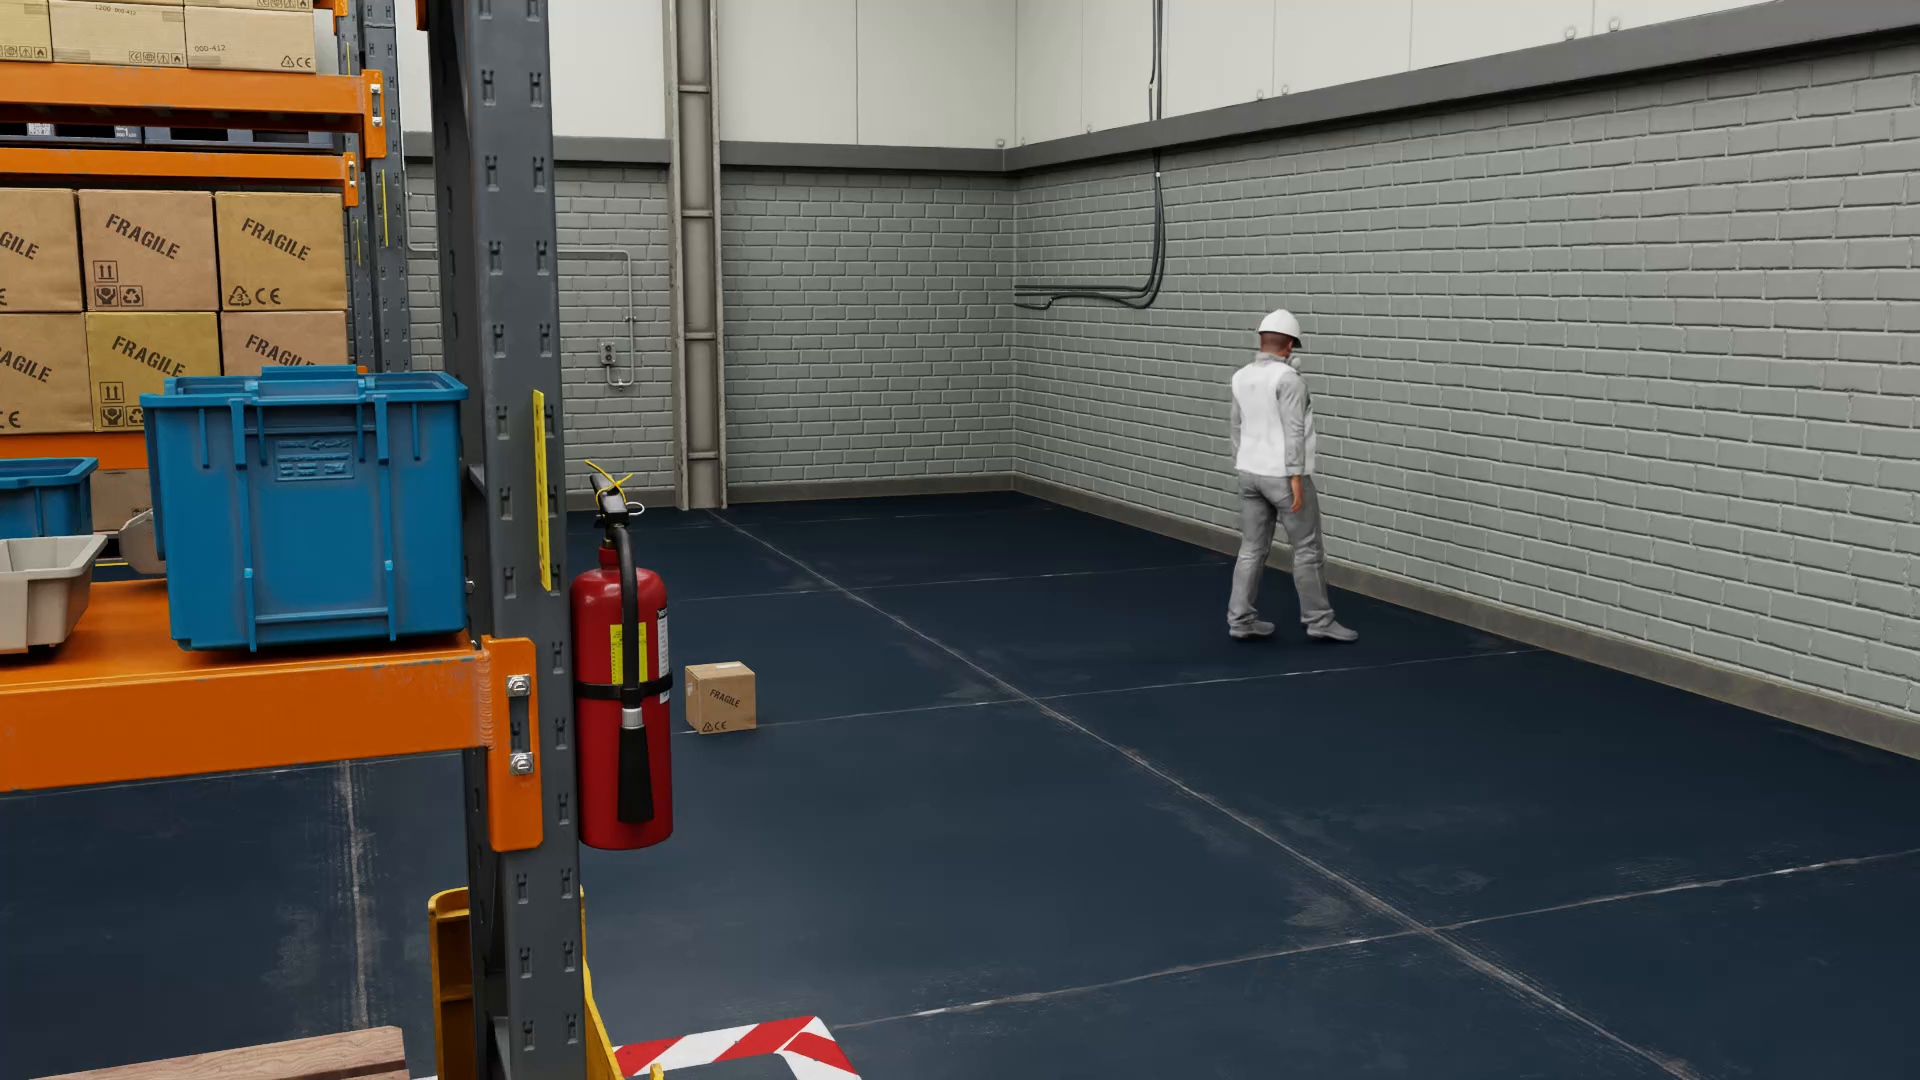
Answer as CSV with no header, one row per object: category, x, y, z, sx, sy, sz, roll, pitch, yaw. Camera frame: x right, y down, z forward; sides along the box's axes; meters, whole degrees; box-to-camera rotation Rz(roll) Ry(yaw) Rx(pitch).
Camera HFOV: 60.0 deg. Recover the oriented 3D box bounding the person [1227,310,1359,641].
person,1.759,-0.345,8.931,0.642,1.771,0.571,-6,10,-32
